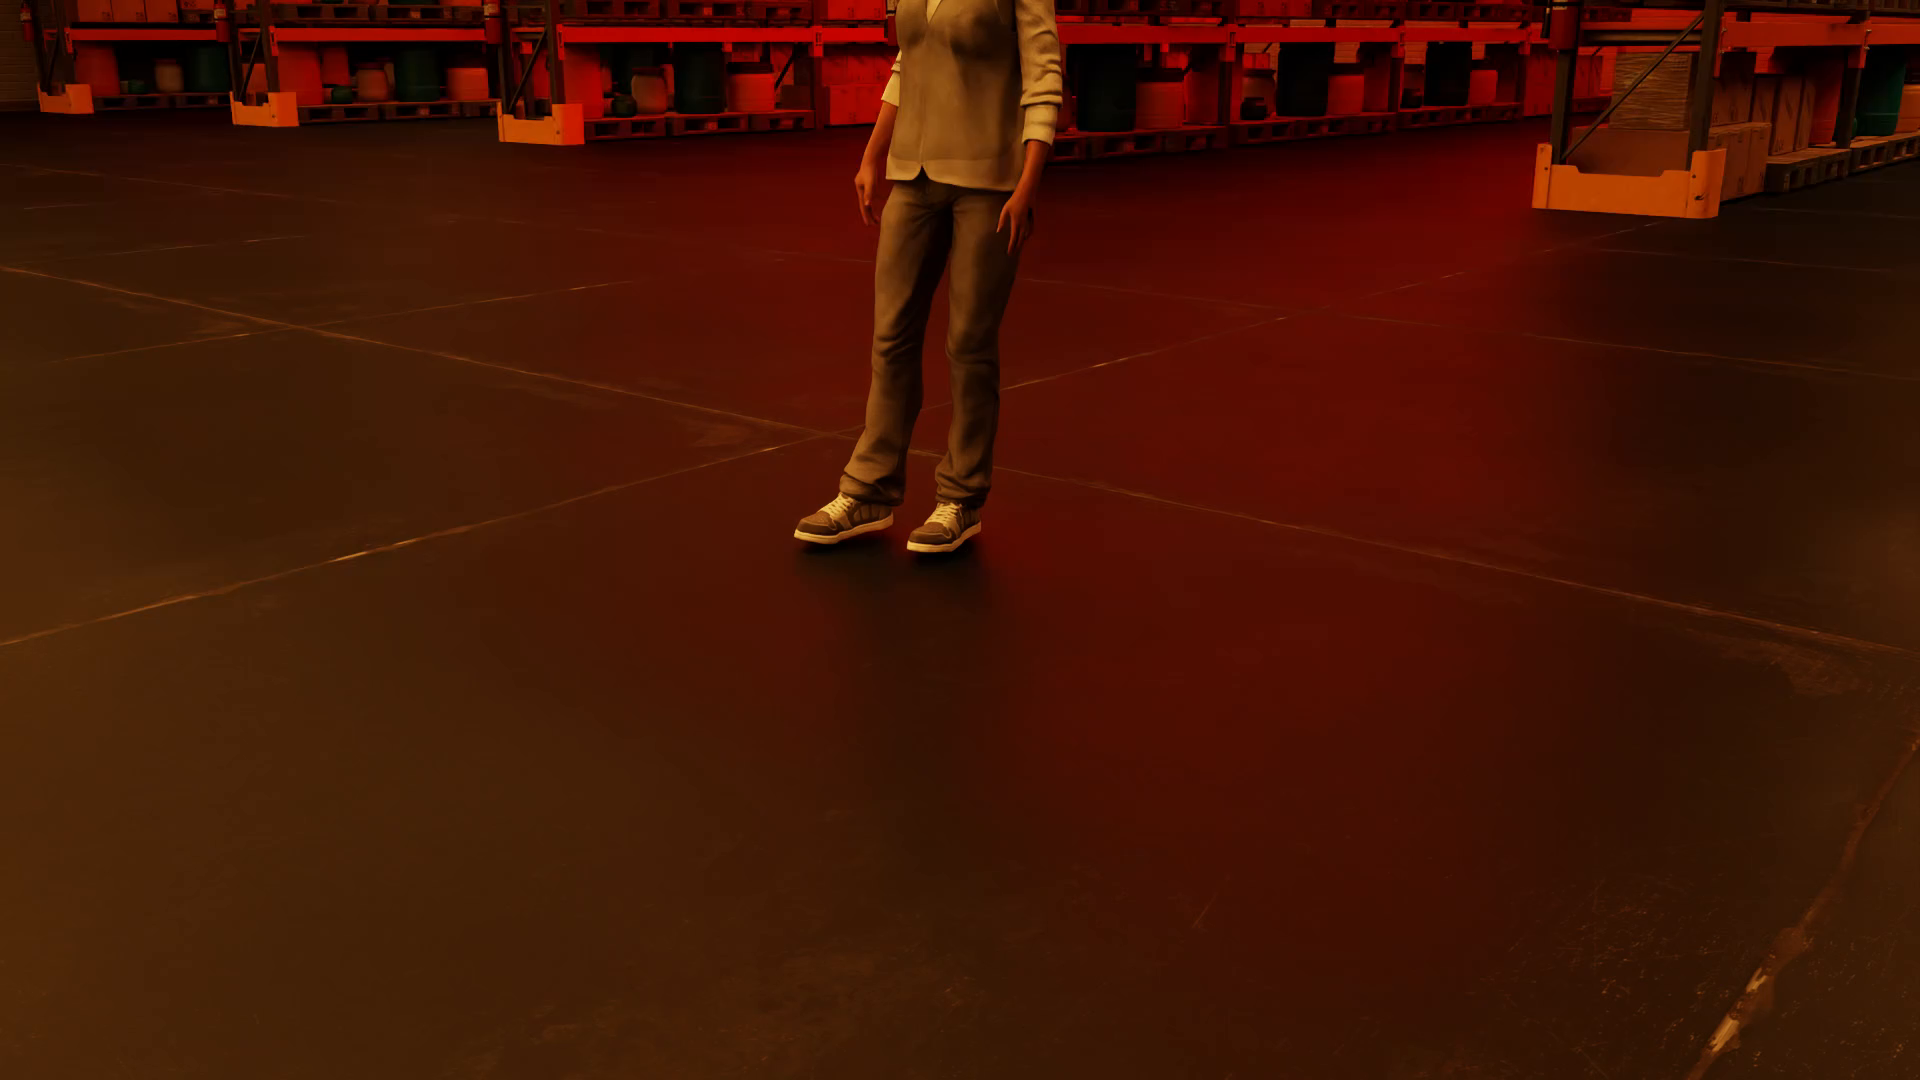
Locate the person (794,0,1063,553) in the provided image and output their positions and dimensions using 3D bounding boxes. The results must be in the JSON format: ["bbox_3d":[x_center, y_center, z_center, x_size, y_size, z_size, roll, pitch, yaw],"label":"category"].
[{"bbox_3d":[-0.059,-0.757,3.661,0.520,1.599,0.473,13,21,37],"label":"person"}]
